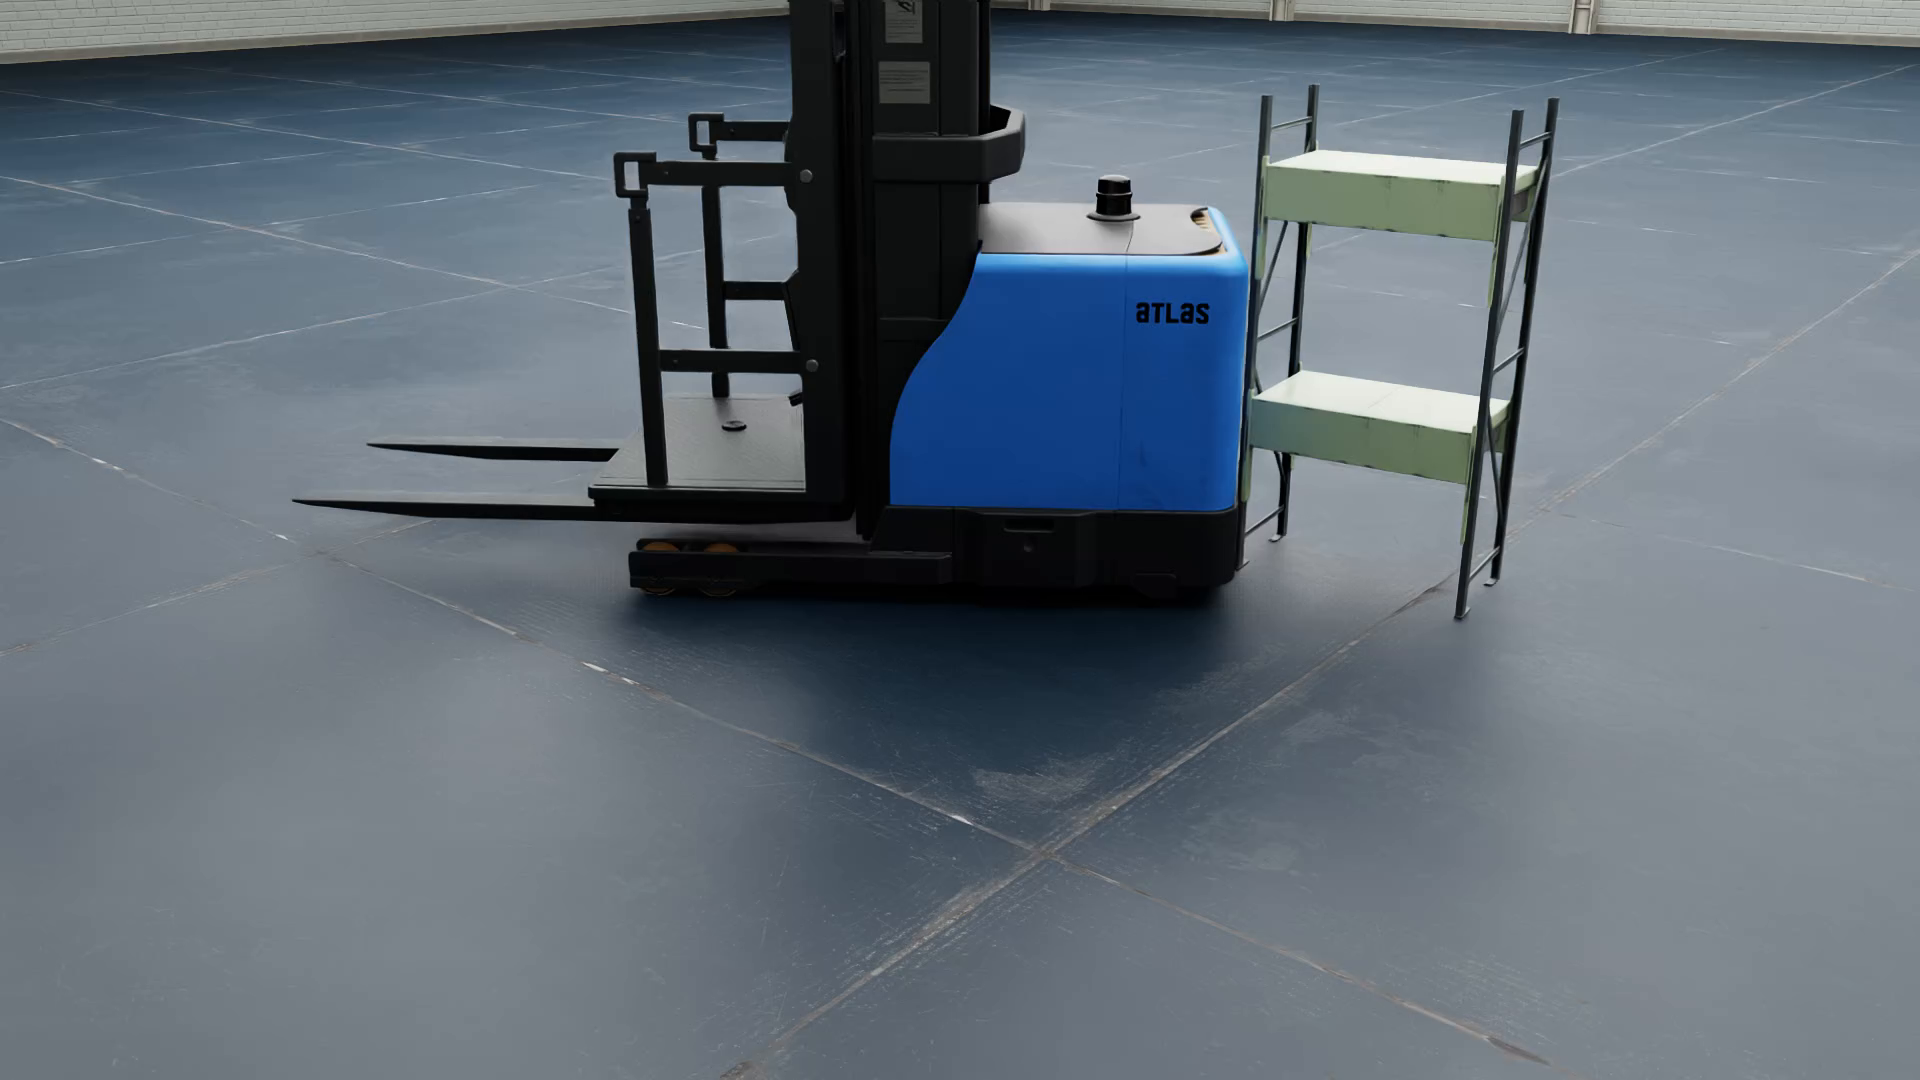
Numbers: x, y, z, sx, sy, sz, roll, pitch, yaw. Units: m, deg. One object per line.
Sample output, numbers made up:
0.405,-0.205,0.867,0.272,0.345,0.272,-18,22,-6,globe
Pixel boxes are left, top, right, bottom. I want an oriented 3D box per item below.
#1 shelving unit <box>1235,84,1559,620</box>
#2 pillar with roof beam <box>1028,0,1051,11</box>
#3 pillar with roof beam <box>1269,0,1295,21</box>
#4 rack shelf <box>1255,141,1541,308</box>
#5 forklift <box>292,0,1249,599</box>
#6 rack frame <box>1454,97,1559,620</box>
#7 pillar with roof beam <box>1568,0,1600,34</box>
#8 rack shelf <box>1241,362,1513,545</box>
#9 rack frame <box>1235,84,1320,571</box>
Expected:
1.311,-0.593,5.115,0.755,1.500,0.431,13,24,31,shelving unit
-0.972,-14.709,31.921,0.400,9.000,9.100,16,26,36,pillar with roof beam
3.676,-13.371,28.371,0.400,9.000,9.100,16,26,36,pillar with roof beam
1.311,-0.958,4.977,0.720,0.370,0.431,13,24,31,rack shelf
-0.633,-1.376,5.163,3.031,2.935,1.130,1,21,3,forklift
1.617,-0.522,4.927,0.023,1.500,0.400,13,24,31,rack frame
8.324,-12.032,24.821,0.400,9.000,9.100,16,26,36,pillar with roof beam
1.311,-0.288,5.230,0.720,0.370,0.431,13,24,31,rack shelf
1.004,-0.663,5.302,0.023,1.500,0.400,13,24,31,rack frame
